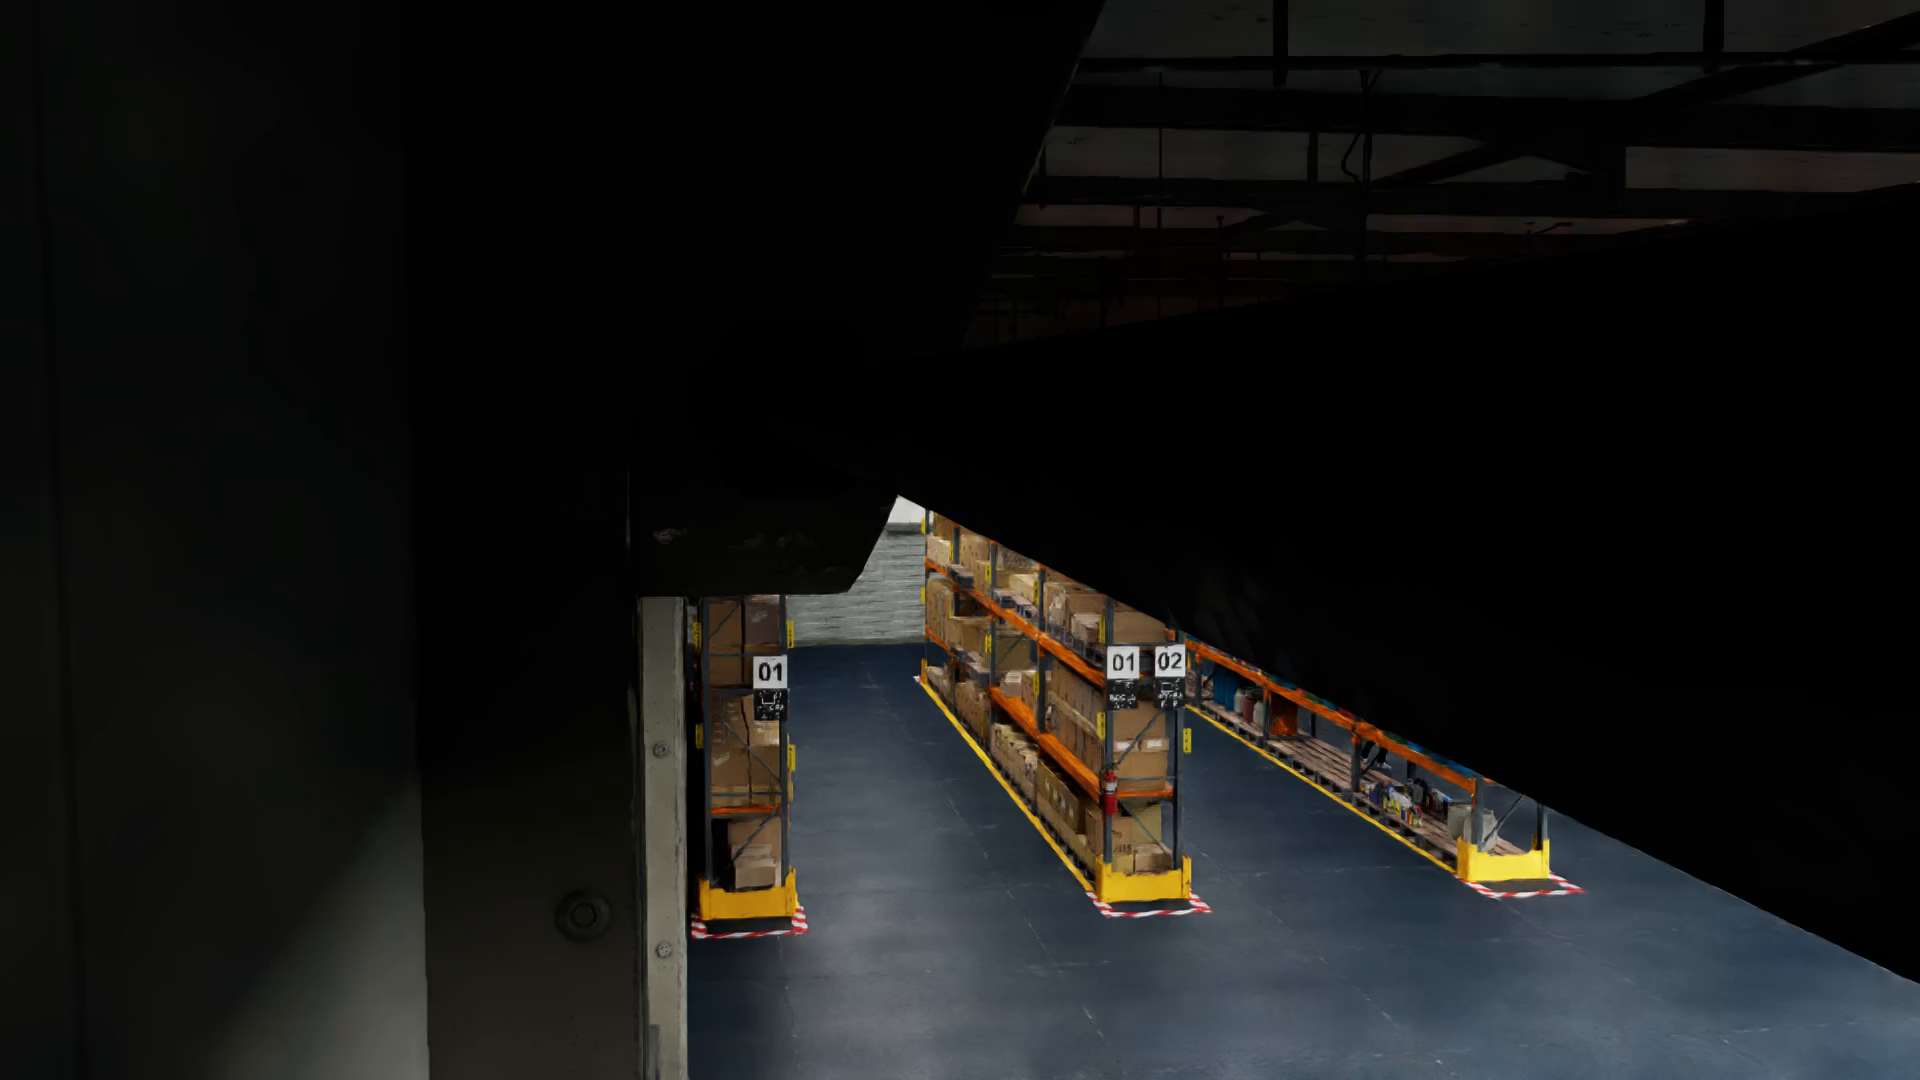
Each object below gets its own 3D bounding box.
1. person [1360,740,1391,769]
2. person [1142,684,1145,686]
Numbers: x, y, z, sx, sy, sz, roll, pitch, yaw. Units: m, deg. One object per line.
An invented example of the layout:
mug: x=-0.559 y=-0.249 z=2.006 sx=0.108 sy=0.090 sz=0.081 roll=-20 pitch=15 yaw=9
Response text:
person: x=7.062 y=3.074 z=28.216 sx=0.544 sy=1.562 sz=0.603 roll=-2 pitch=5 yaw=-18
person: x=2.901 y=3.079 z=27.042 sx=0.576 sy=1.716 sz=1.103 roll=-2 pitch=5 yaw=-18
